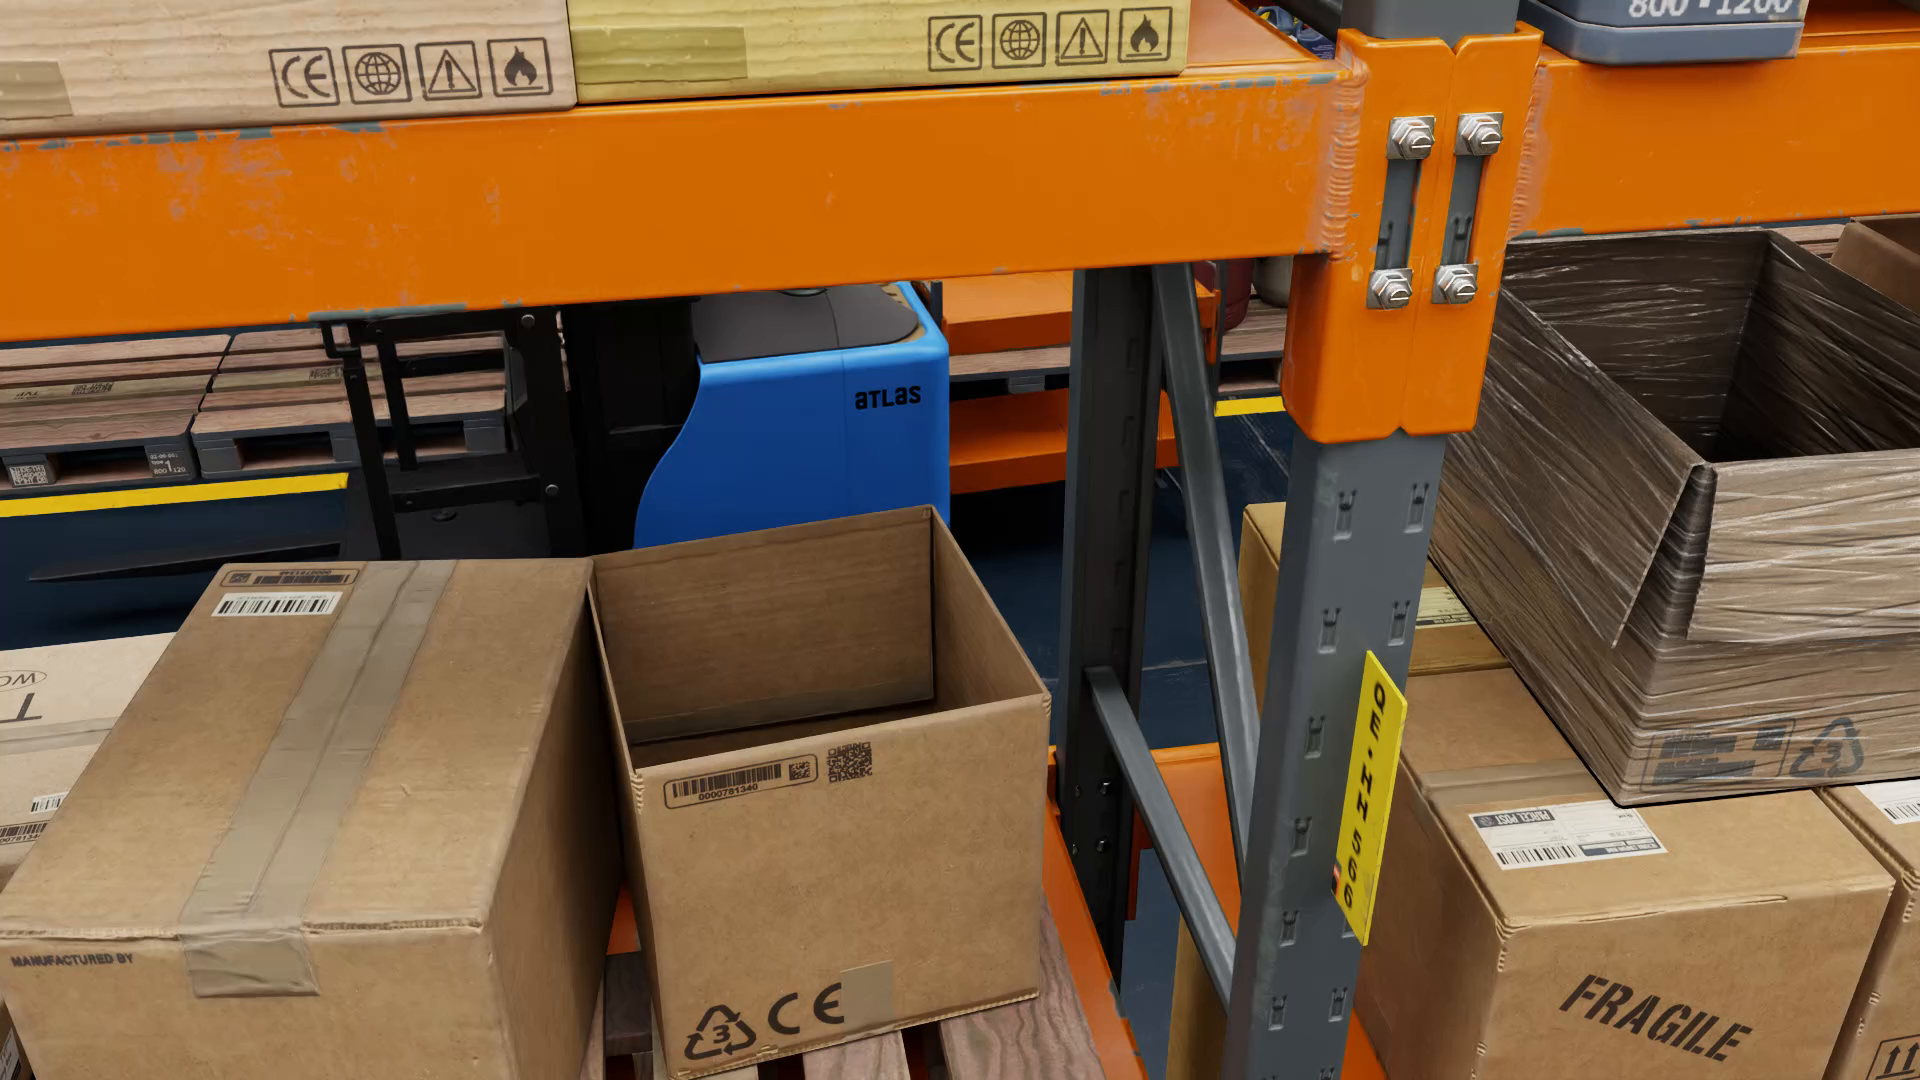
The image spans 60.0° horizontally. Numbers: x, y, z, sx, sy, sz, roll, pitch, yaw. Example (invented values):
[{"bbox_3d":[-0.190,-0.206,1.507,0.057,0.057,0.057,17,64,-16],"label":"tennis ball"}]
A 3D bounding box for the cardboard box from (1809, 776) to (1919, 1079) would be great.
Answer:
[{"bbox_3d":[1.356,0.471,2.391,0.500,0.500,0.500,-6,31,-10],"label":"cardboard box"}]

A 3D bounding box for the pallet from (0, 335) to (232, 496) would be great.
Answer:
[{"bbox_3d":[-3.740,-0.522,6.930,1.213,0.211,1.003,-5,31,-9],"label":"pallet"}]

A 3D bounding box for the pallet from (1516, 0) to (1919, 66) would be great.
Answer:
[{"bbox_3d":[0.945,-0.826,1.922,1.003,0.211,1.213,-4,31,-7],"label":"pallet"}]

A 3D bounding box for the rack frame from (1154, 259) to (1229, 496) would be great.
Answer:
[{"bbox_3d":[0.848,-0.619,6.193,0.032,1.125,0.500,-8,31,-13],"label":"rack frame"}]

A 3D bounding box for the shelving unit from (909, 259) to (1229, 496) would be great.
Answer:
[{"bbox_3d":[0.356,-0.553,6.080,1.048,1.125,0.538,-8,31,-13],"label":"shelving unit"}]

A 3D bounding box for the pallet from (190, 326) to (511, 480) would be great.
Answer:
[{"bbox_3d":[-2.537,-0.635,7.122,1.213,0.211,1.003,-5,31,-9],"label":"pallet"}]

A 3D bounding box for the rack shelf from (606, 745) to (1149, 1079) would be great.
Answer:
[{"bbox_3d":[-1.646,0.964,2.362,4.000,0.370,1.077,-5,31,-9],"label":"rack shelf"}]

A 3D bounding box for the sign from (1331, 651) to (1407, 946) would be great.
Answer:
[{"bbox_3d":[0.429,0.276,1.758,0.005,0.325,0.100,-5,31,-9],"label":"sign"}]

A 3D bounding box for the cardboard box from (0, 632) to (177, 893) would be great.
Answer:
[{"bbox_3d":[-1.368,0.393,2.356,0.500,0.250,0.500,-6,31,-10],"label":"cardboard box"}]

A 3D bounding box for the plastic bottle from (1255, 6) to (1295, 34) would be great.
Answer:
[{"bbox_3d":[1.276,-2.058,6.840,0.185,0.351,0.144,-5,31,-9],"label":"plastic bottle"}]

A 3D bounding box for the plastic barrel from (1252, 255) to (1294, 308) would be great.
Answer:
[{"bbox_3d":[1.558,-1.359,7.643,0.421,0.512,0.421,0,30,0],"label":"plastic barrel"}]

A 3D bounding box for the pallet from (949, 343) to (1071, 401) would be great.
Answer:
[{"bbox_3d":[0.197,-0.889,7.554,1.213,0.211,1.003,-5,31,-9],"label":"pallet"}]

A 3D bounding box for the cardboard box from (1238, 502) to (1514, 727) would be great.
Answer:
[{"bbox_3d":[0.762,0.259,2.751,0.500,0.500,0.500,-4,31,-7],"label":"cardboard box"}]

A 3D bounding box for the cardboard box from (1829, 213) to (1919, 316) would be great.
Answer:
[{"bbox_3d":[1.685,-0.121,2.409,0.637,0.503,0.797,-5,31,-8],"label":"cardboard box"}]

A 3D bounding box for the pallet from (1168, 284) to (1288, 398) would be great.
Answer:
[{"bbox_3d":[1.395,-0.999,7.740,1.213,0.211,1.003,-5,31,-9],"label":"pallet"}]

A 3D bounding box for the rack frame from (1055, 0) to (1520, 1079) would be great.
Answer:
[{"bbox_3d":[0.322,0.473,2.487,0.053,2.616,0.949,-5,31,-9],"label":"rack frame"}]

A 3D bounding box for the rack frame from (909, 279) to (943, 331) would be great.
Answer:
[{"bbox_3d":[-0.135,-0.487,5.968,0.032,1.125,0.500,-8,31,-13],"label":"rack frame"}]

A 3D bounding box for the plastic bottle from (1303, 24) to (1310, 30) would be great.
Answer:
[{"bbox_3d":[1.582,-2.353,7.420,0.097,0.271,0.097,0,30,0],"label":"plastic bottle"}]

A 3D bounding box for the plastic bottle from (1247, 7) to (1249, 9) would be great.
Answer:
[{"bbox_3d":[1.199,-2.301,7.319,0.133,0.283,0.061,-5,31,-9],"label":"plastic bottle"}]

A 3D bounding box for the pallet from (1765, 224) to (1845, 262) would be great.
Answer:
[{"bbox_3d":[4.080,-1.248,8.164,1.213,0.211,1.003,-5,31,-9],"label":"pallet"}]

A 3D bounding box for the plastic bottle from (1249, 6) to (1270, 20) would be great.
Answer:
[{"bbox_3d":[1.352,-2.354,7.343,0.185,0.351,0.144,-5,31,-9],"label":"plastic bottle"}]

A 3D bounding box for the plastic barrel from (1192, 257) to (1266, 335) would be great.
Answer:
[{"bbox_3d":[1.018,-1.296,7.460,0.708,0.588,0.600,-5,31,-9],"label":"plastic barrel"}]

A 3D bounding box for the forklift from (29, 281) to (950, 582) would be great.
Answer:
[{"bbox_3d":[-1.595,-1.000,5.060,3.031,2.935,1.130,-8,31,-13],"label":"forklift"}]

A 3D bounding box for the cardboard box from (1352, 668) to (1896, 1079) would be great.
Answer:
[{"bbox_3d":[0.849,0.519,2.309,0.500,0.500,0.500,-4,31,-7],"label":"cardboard box"}]

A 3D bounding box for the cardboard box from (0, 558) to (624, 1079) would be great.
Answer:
[{"bbox_3d":[-0.733,0.417,2.069,0.500,0.500,0.700,-1,30,-2],"label":"cardboard box"}]

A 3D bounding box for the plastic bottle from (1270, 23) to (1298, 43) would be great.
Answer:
[{"bbox_3d":[1.278,-1.950,6.729,0.135,0.276,0.152,-5,31,-9],"label":"plastic bottle"}]

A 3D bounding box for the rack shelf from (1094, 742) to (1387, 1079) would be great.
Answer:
[{"bbox_3d":[2.289,0.598,2.983,4.000,0.370,1.077,-5,31,-9],"label":"rack shelf"}]

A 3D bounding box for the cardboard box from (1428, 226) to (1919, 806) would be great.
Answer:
[{"bbox_3d":[1.044,-0.063,2.310,0.637,0.503,0.797,-4,31,-7],"label":"cardboard box"}]

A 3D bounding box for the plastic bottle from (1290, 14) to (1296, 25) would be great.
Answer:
[{"bbox_3d":[1.417,-2.264,7.267,0.097,0.271,0.097,0,30,0],"label":"plastic bottle"}]

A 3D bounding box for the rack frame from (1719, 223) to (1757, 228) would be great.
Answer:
[{"bbox_3d":[3.364,-2.364,7.310,0.127,3.000,1.000,-5,31,-9],"label":"rack frame"}]

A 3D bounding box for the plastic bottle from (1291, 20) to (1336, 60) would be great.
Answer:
[{"bbox_3d":[1.435,-1.995,6.732,0.185,0.351,0.144,-5,31,-9],"label":"plastic bottle"}]

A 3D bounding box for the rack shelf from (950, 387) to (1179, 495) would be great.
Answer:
[{"bbox_3d":[0.356,-0.342,6.204,1.000,0.278,0.538,-8,31,-13],"label":"rack shelf"}]

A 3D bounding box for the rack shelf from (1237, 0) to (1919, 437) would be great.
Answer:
[{"bbox_3d":[2.289,-0.695,2.222,4.000,0.370,1.077,-5,31,-9],"label":"rack shelf"}]

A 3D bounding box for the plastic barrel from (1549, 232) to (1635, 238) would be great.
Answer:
[{"bbox_3d":[2.826,-1.599,7.666,0.708,0.901,0.600,-5,31,-9],"label":"plastic barrel"}]

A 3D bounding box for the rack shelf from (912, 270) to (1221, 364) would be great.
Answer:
[{"bbox_3d":[0.356,-0.805,5.932,1.000,0.278,0.538,-8,31,-13],"label":"rack shelf"}]

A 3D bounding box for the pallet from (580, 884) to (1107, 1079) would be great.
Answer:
[{"bbox_3d":[-0.360,0.672,2.337,1.003,0.211,1.213,-5,31,-9],"label":"pallet"}]

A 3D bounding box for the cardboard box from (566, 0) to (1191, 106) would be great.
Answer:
[{"bbox_3d":[-0.102,-0.592,1.486,0.500,0.250,0.500,-5,31,-9],"label":"cardboard box"}]

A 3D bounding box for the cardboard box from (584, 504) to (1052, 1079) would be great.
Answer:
[{"bbox_3d":[-0.202,0.316,2.240,0.500,0.500,0.500,-9,32,-15],"label":"cardboard box"}]

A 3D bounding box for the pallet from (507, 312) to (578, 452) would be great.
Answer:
[{"bbox_3d":[-1.340,-0.745,7.309,1.213,0.211,1.003,-5,31,-9],"label":"pallet"}]

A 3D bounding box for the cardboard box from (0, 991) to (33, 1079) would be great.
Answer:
[{"bbox_3d":[-1.270,0.635,1.929,0.258,0.266,0.396,-6,31,-10],"label":"cardboard box"}]

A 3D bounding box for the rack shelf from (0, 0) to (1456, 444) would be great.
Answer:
[{"bbox_3d":[-1.646,-0.329,1.601,4.000,0.370,1.077,-5,31,-9],"label":"rack shelf"}]

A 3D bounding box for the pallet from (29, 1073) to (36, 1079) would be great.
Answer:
[{"bbox_3d":[-1.618,0.755,2.196,1.213,0.211,1.003,-5,31,-9],"label":"pallet"}]

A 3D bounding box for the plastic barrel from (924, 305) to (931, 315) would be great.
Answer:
[{"bbox_3d":[-0.092,-1.297,7.223,0.708,0.830,0.600,-5,31,-9],"label":"plastic barrel"}]

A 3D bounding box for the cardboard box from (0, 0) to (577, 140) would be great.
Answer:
[{"bbox_3d":[-0.588,-0.540,1.397,0.500,0.250,0.500,-5,31,-9],"label":"cardboard box"}]

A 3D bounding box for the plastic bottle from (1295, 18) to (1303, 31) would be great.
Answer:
[{"bbox_3d":[1.486,-2.344,7.405,0.097,0.271,0.097,0,30,0],"label":"plastic bottle"}]

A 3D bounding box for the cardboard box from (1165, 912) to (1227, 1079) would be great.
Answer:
[{"bbox_3d":[1.004,1.153,3.011,0.875,0.875,1.225,-7,31,-11],"label":"cardboard box"}]
